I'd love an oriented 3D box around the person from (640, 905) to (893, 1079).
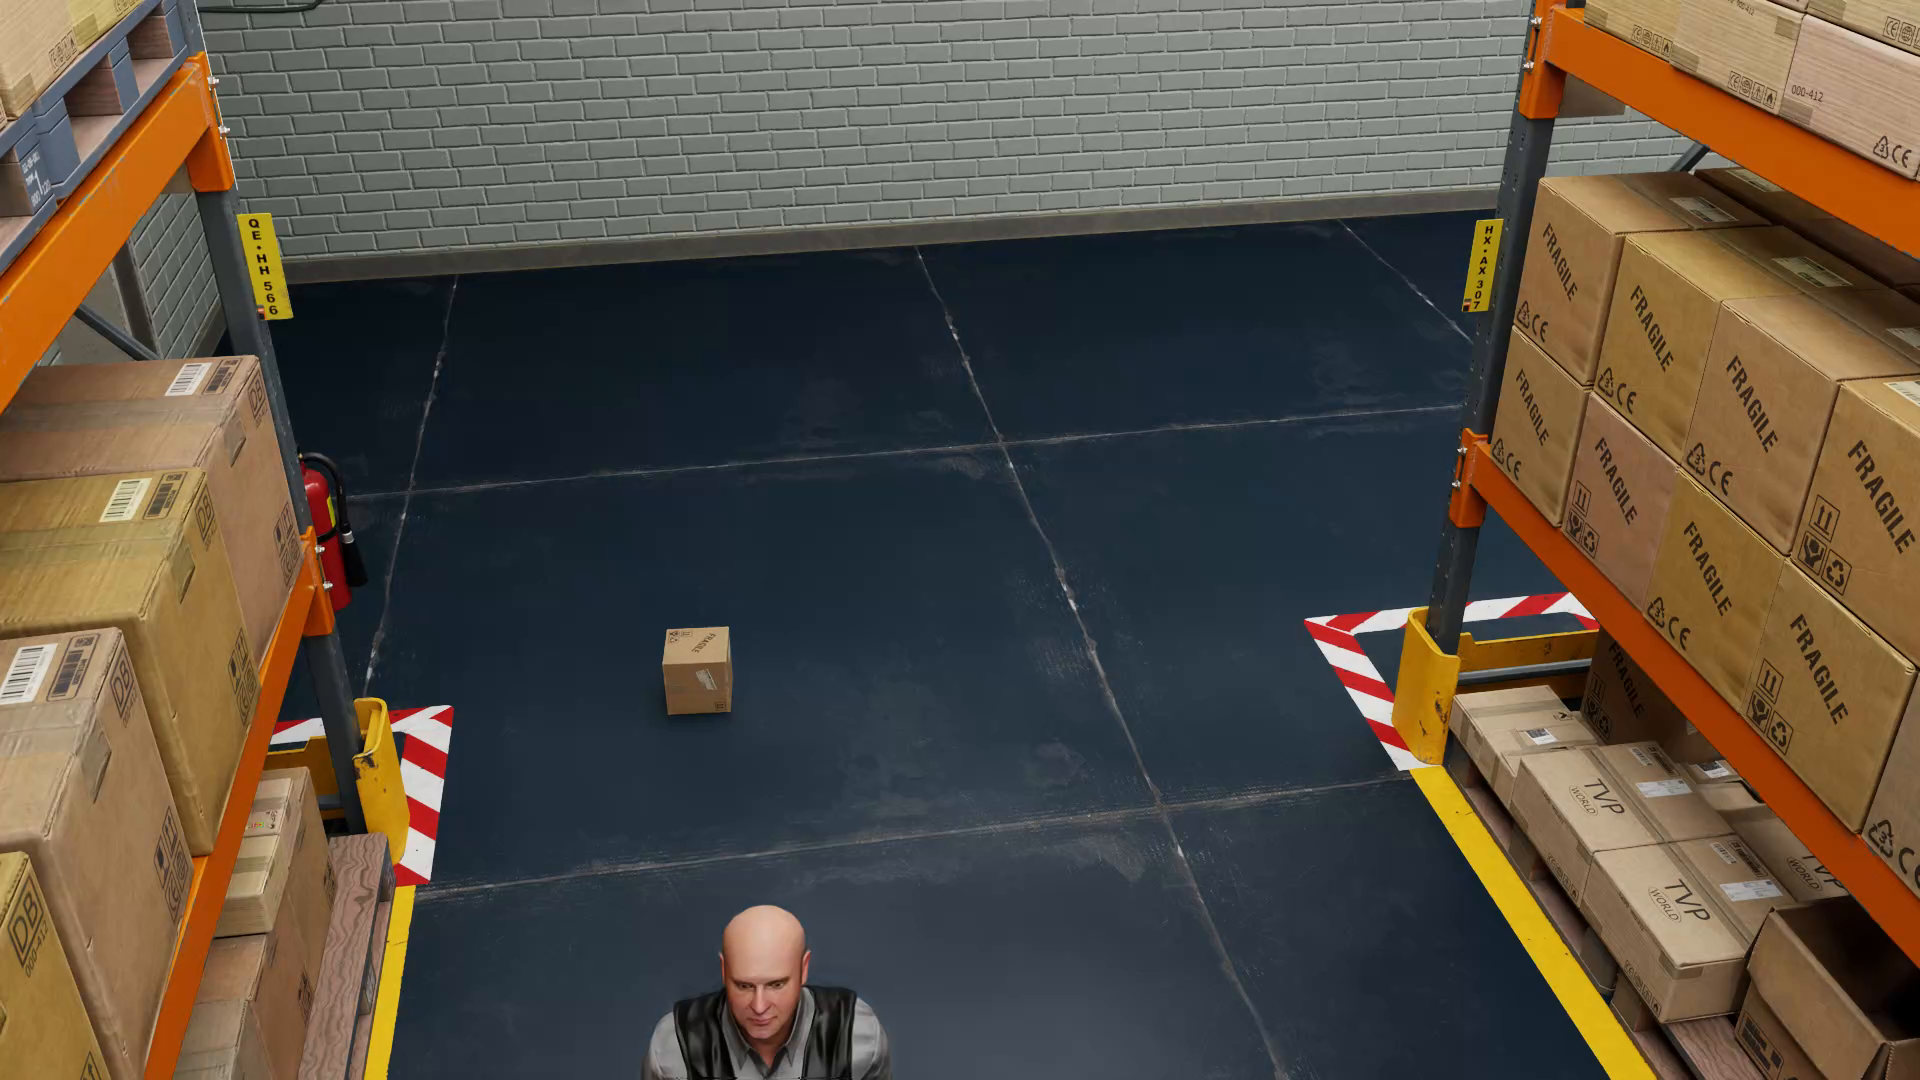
[{"bbox_3d":[-0.409,1.487,3.631,0.540,1.689,0.938,-1,31,-2],"label":"person"}]
